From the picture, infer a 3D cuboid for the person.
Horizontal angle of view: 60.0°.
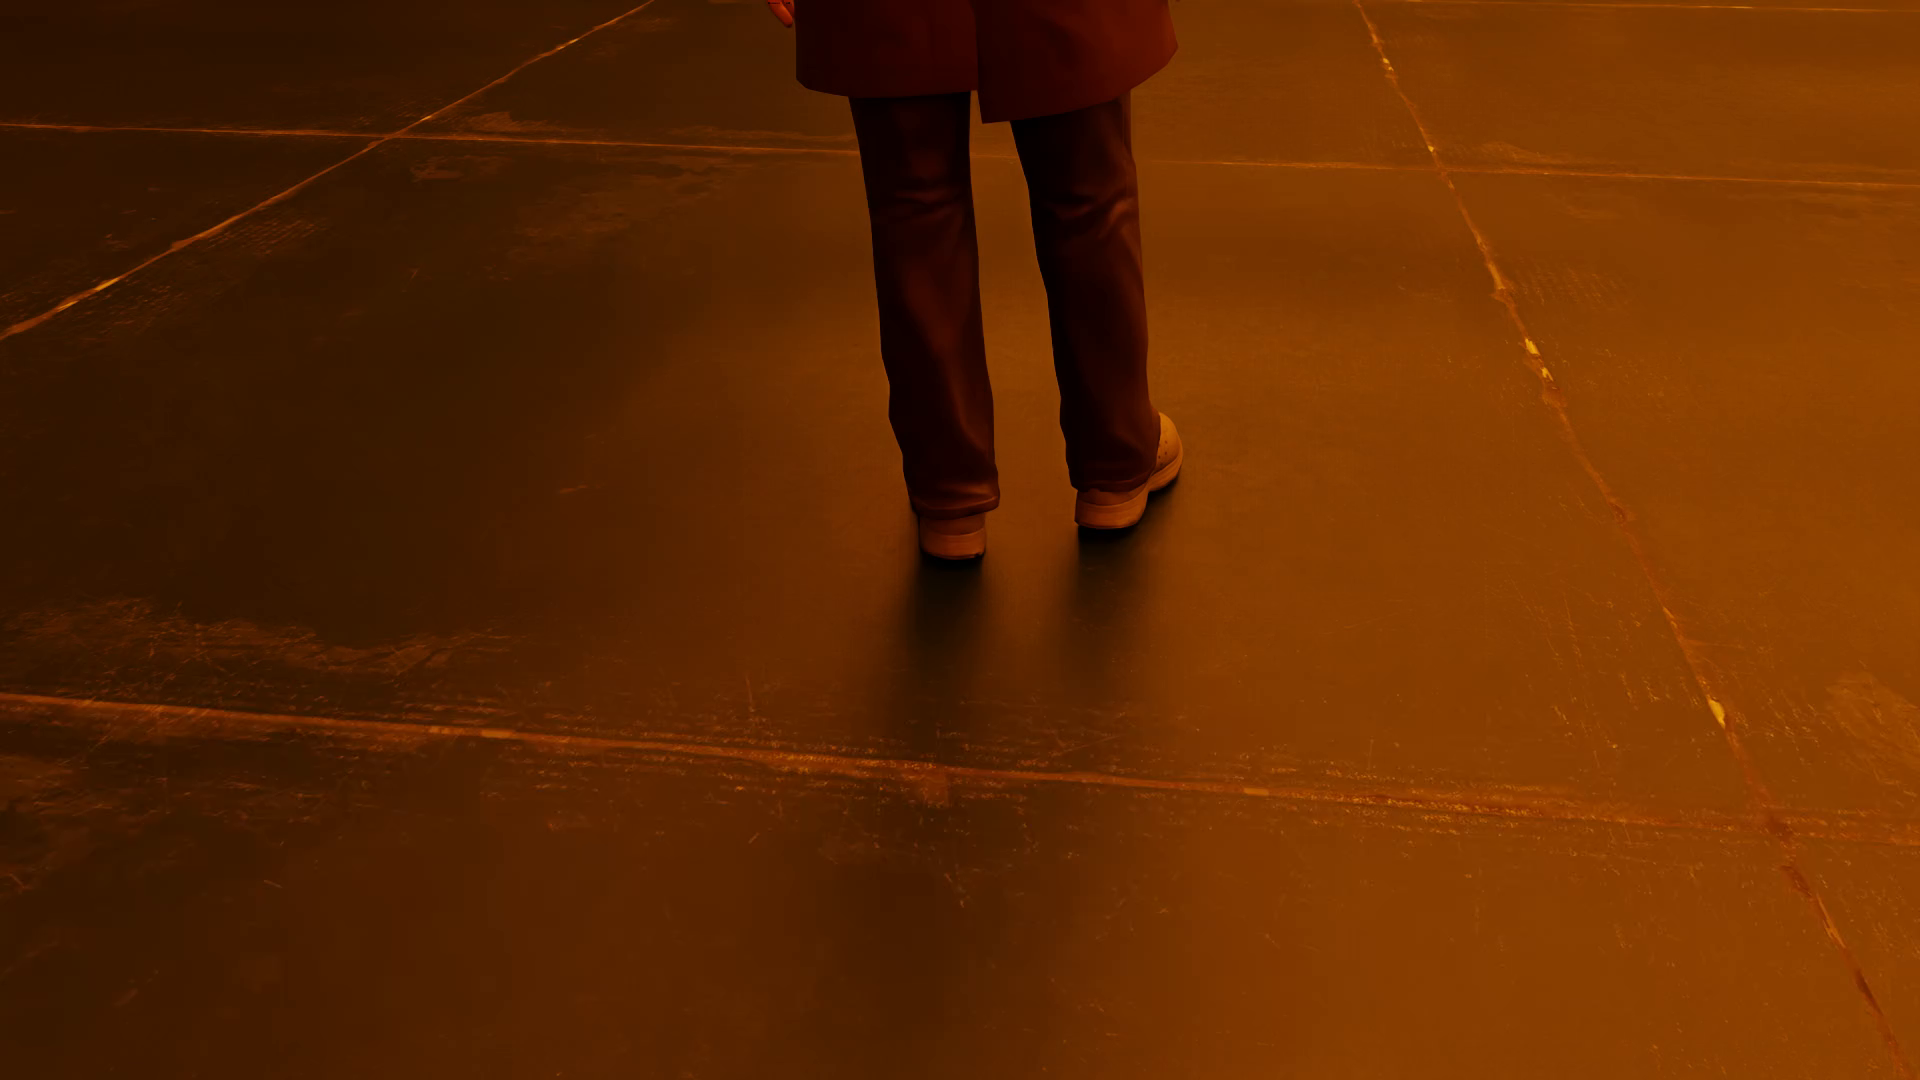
[{"bbox_3d":[0.016,-0.842,2.181,0.696,1.778,0.579,3,27,7],"label":"person"}]
